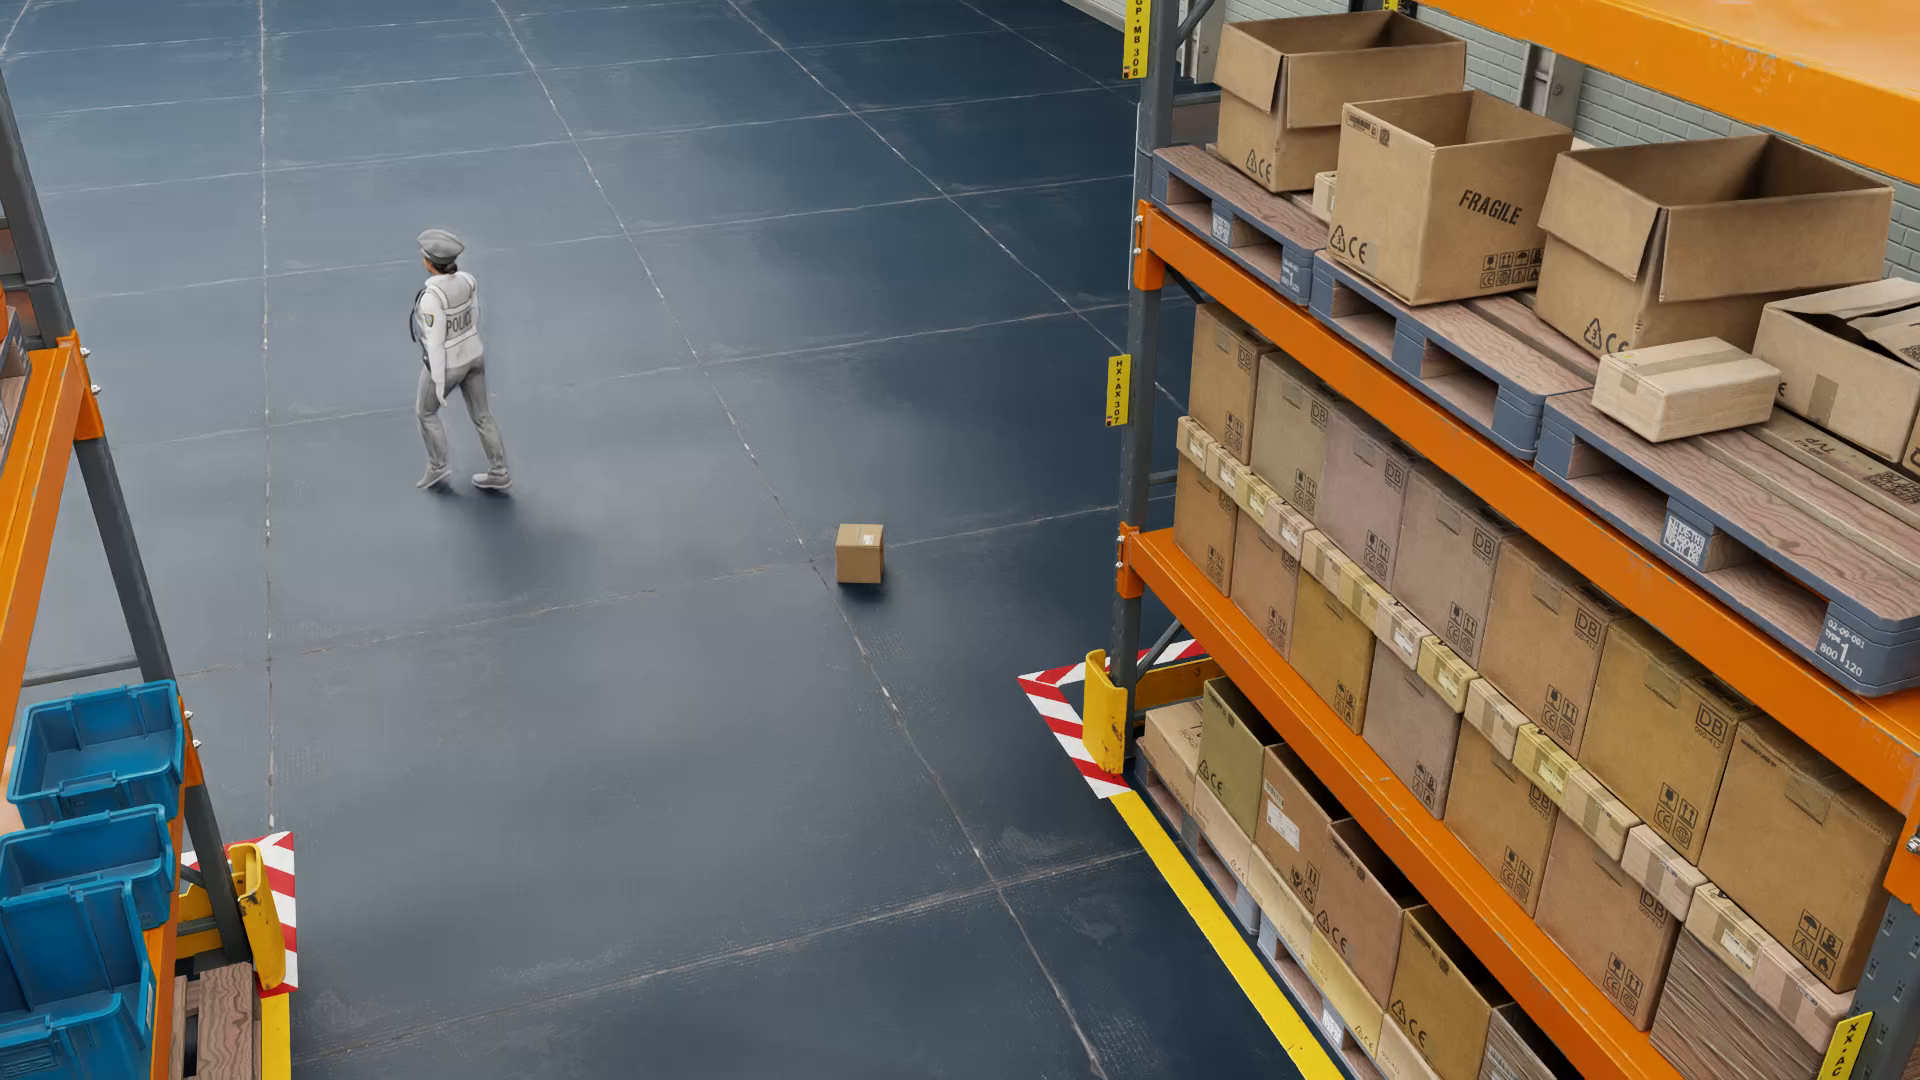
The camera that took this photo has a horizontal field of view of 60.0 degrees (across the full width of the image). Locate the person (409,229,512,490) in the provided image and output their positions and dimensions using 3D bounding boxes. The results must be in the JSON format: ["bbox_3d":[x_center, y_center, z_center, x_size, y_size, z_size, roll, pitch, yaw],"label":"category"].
[{"bbox_3d":[-3.127,-1.066,10.180,0.643,1.744,0.532,16,34,25],"label":"person"}]
